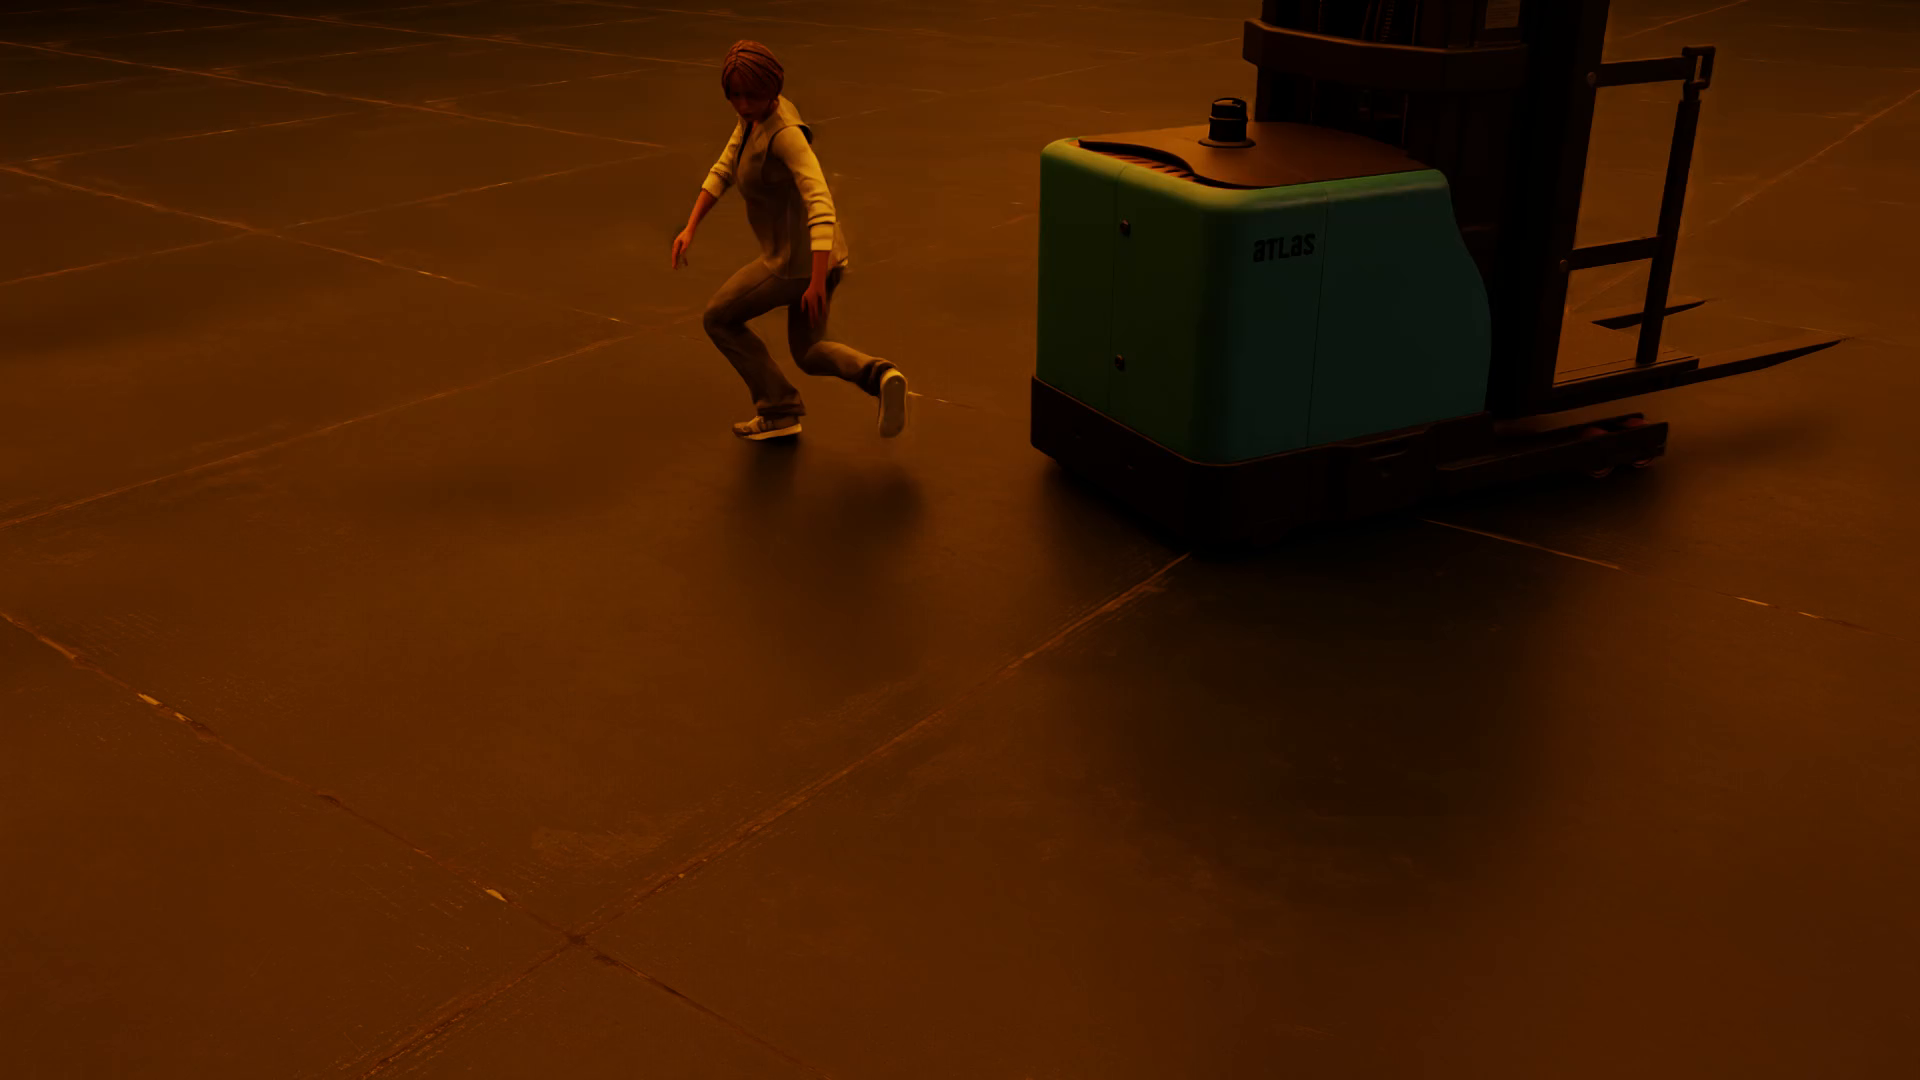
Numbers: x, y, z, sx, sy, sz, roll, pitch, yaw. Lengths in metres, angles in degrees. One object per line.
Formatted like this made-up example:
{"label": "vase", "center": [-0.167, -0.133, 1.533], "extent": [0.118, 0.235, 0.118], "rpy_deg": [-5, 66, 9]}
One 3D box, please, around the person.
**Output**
{"label": "person", "center": [-0.560, -0.932, 5.503], "extent": [0.809, 1.371, 0.539], "rpy_deg": [6, 24, 13]}

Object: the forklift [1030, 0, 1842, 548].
{"label": "forklift", "center": [1.783, -1.721, 5.299], "extent": [3.031, 2.935, 1.130], "rpy_deg": [-12, 26, -25]}
